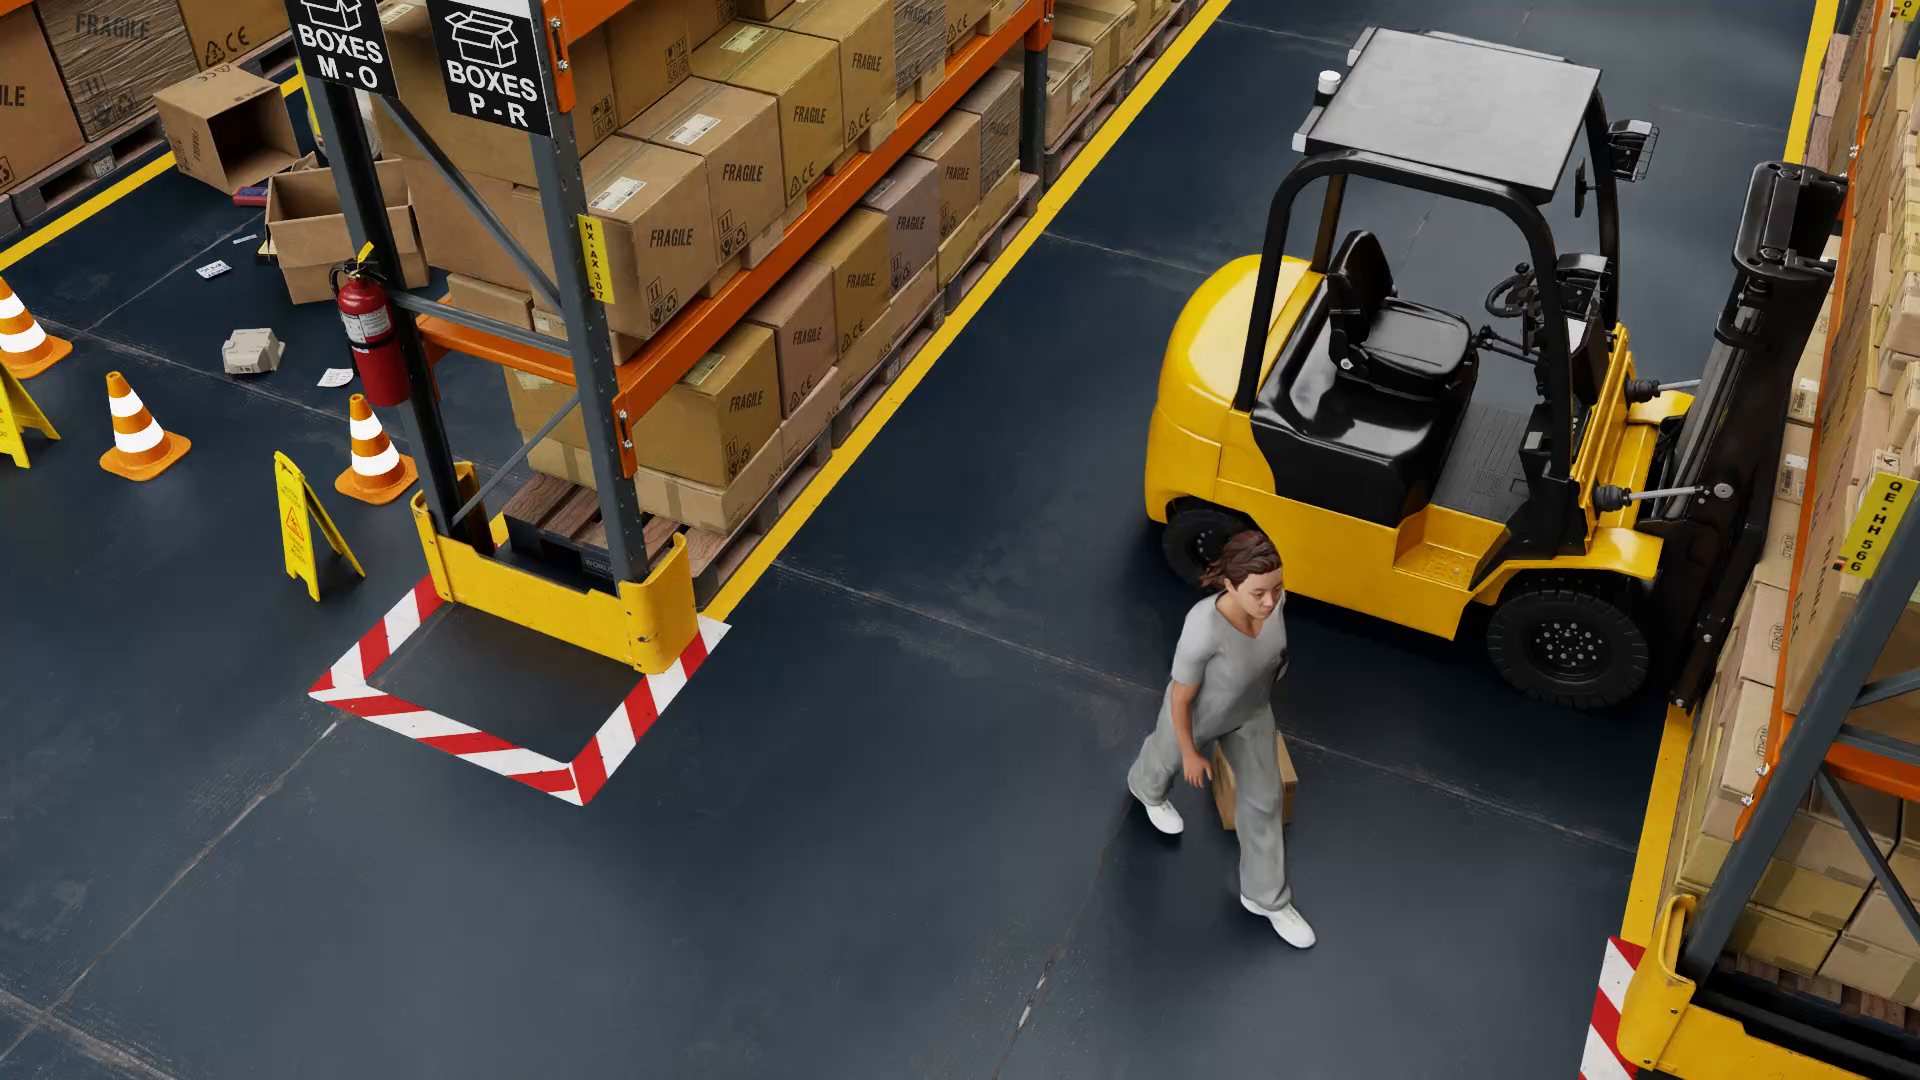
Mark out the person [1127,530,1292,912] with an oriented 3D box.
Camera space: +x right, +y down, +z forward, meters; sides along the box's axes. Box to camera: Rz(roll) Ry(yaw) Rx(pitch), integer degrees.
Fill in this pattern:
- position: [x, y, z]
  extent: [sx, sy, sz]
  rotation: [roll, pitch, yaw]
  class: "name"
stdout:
- position: [0.848, 0.537, 5.511]
  extent: [0.469, 1.551, 0.804]
  rotation: [-19, 46, -20]
  class: "person"
